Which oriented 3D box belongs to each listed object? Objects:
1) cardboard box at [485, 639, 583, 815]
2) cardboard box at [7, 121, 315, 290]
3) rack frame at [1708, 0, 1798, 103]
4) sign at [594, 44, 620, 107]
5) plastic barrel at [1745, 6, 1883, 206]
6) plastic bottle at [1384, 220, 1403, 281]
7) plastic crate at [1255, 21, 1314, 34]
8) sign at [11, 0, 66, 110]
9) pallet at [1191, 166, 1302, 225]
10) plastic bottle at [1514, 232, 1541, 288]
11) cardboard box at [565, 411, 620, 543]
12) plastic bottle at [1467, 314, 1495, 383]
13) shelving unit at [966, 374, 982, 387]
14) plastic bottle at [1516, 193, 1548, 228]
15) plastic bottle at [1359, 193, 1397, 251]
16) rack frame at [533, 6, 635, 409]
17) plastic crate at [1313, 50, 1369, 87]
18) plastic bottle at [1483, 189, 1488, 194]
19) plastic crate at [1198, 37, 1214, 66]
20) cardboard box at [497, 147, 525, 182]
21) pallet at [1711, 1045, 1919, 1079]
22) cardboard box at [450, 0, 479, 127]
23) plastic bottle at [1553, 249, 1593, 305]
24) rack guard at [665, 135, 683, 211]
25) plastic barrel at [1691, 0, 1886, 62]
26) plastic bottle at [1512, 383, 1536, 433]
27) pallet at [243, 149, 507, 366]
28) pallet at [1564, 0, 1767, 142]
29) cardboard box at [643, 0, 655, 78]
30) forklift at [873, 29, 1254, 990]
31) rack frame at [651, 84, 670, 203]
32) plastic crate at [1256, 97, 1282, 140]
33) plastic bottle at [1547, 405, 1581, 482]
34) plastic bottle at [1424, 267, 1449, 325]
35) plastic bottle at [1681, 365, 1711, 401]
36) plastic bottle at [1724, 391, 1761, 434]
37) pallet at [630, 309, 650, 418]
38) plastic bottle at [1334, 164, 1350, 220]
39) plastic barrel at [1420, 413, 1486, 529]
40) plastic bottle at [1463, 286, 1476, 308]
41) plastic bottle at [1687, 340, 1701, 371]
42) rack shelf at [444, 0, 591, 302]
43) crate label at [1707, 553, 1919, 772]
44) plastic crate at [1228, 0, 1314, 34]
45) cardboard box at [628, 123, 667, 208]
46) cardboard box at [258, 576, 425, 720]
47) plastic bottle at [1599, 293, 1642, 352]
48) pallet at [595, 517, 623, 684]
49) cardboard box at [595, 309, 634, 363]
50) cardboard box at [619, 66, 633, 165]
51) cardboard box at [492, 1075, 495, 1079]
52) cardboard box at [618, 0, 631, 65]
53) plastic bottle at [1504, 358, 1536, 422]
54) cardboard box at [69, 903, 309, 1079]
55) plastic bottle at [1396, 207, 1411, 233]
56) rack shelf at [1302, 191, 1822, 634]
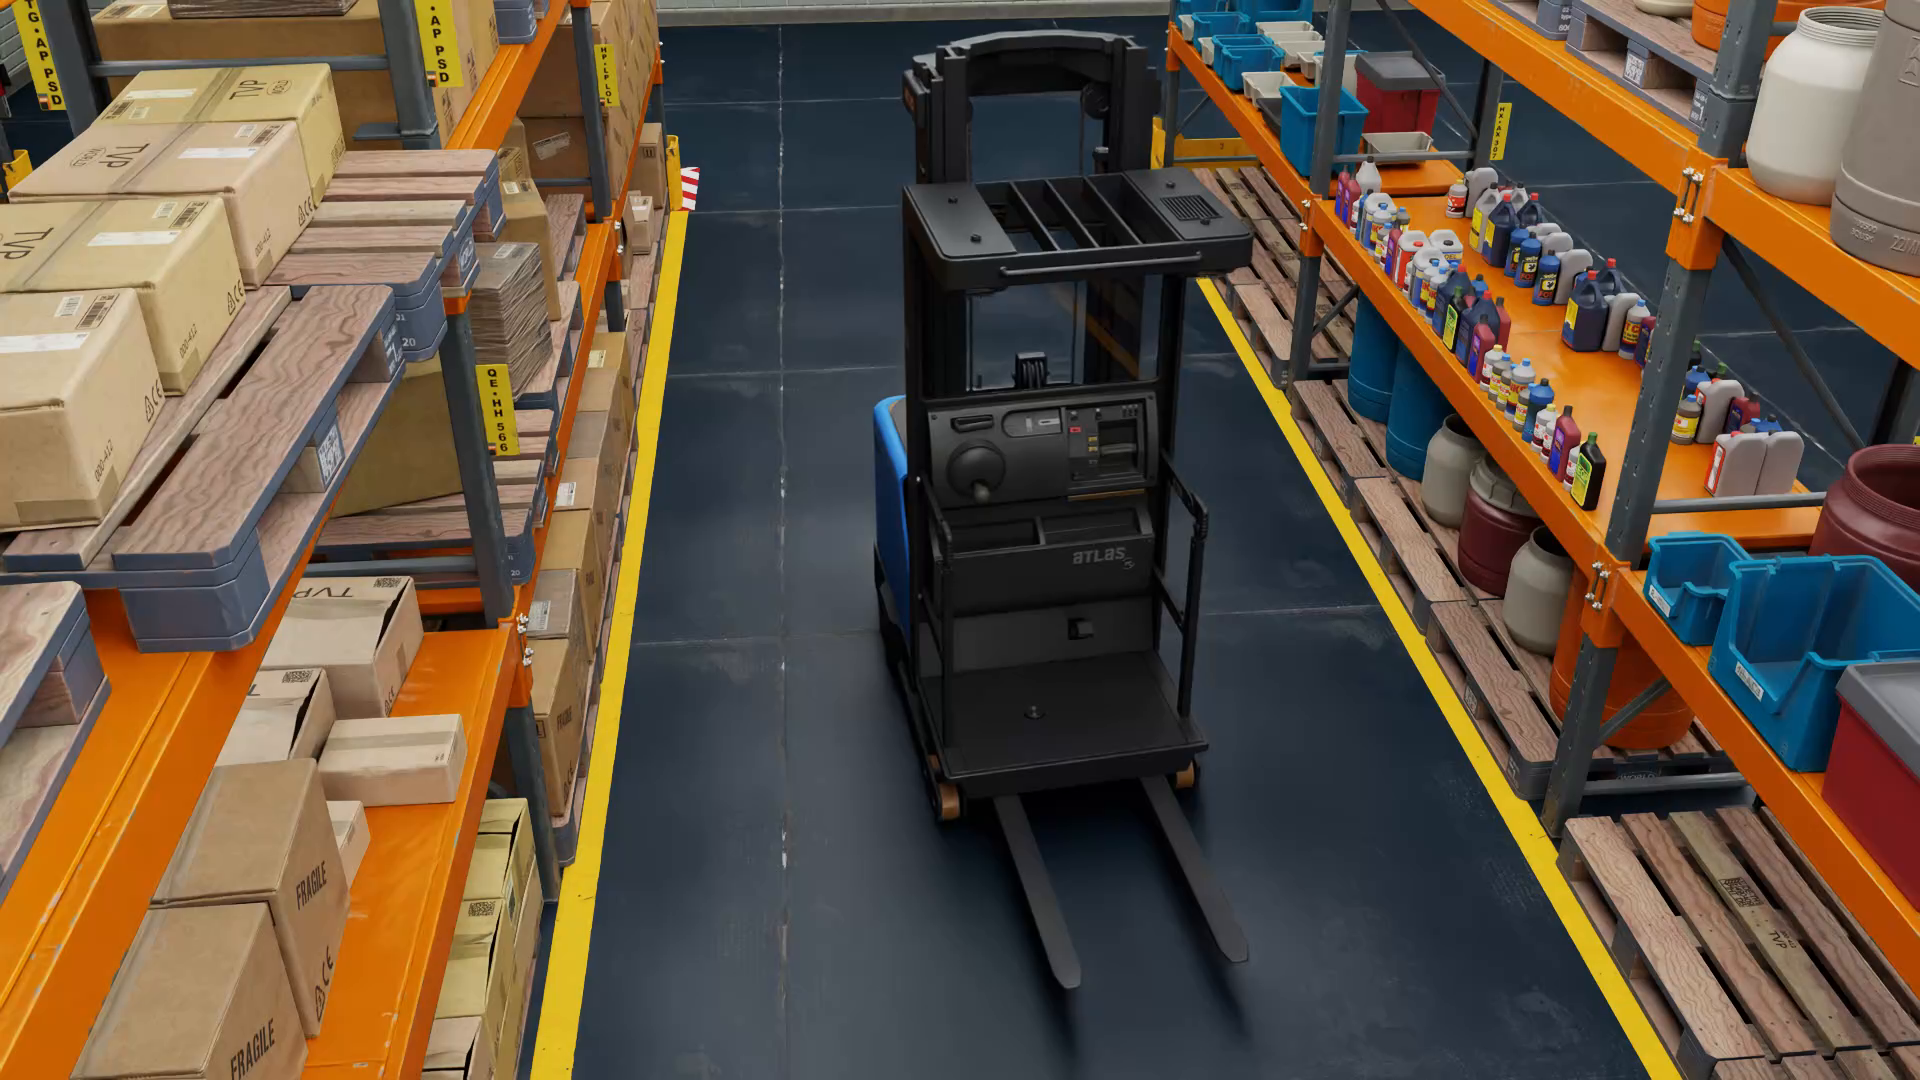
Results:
[{"bbox_3d":[-1.809,0.744,6.588,0.500,0.500,0.500,-1,31,-2],"label":"cardboard box"},{"bbox_3d":[-1.886,-0.802,3.980,0.500,0.250,0.500,-2,31,-3],"label":"cardboard box"},{"bbox_3d":[2.881,-2.705,4.504,1.000,3.000,0.127,-3,31,-5],"label":"rack frame"},{"bbox_3d":[-1.872,-2.462,8.818,0.100,0.325,0.005,-3,31,-5],"label":"sign"},{"bbox_3d":[2.605,-1.292,4.954,0.421,0.512,0.421,0,31,0],"label":"plastic barrel"},{"bbox_3d":[2.200,-1.461,8.384,0.061,0.283,0.133,-3,31,-5],"label":"plastic bottle"},{"bbox_3d":[2.390,-3.719,12.250,0.396,0.136,0.243,-3,31,-5],"label":"plastic crate"},{"bbox_3d":[-2.591,-1.379,4.704,0.100,0.325,0.005,-3,31,-5],"label":"sign"},{"bbox_3d":[2.172,-2.594,12.887,1.003,0.211,1.213,-3,31,-5],"label":"pallet"},{"bbox_3d":[2.837,-1.403,8.299,0.097,0.271,0.097,0,31,0],"label":"plastic bottle"},{"bbox_3d":[-2.009,-0.305,8.344,0.500,0.500,0.500,-2,31,-4],"label":"cardboard box"},{"bbox_3d":[2.312,-0.849,7.360,0.061,0.283,0.133,-3,31,-5],"label":"plastic bottle"},{"bbox_3d":[-0.001,-0.390,8.526,0.258,0.900,0.210,-3,31,-5],"label":"shelving unit"},{"bbox_3d":[2.936,-1.603,8.556,0.144,0.351,0.185,-3,31,-5],"label":"plastic bottle"},{"bbox_3d":[2.205,-1.677,8.754,0.152,0.276,0.135,-3,31,-5],"label":"plastic bottle"},{"bbox_3d":[-2.425,-1.937,9.067,1.000,3.000,0.127,-3,31,-5],"label":"rack frame"},{"bbox_3d":[2.581,-3.132,11.173,0.416,0.233,0.300,-3,31,-5],"label":"plastic crate"},{"bbox_3d":[2.904,-1.843,9.104,0.097,0.201,0.097,0,31,0],"label":"plastic bottle"},{"bbox_3d":[1.840,-3.471,11.834,0.250,0.136,0.298,-3,31,-5],"label":"plastic crate"},{"bbox_3d":[-2.476,-1.559,7.928,0.700,0.500,0.500,2,31,3],"label":"cardboard box"},{"bbox_3d":[3.026,2.086,5.051,1.003,0.211,1.213,-3,31,-5],"label":"pallet"},{"bbox_3d":[-2.173,-1.706,5.659,0.910,0.500,0.500,-3,31,-5],"label":"cardboard box"},{"bbox_3d":[2.981,-1.302,8.125,0.152,0.276,0.135,-3,31,-5],"label":"plastic bottle"},{"bbox_3d":[-2.791,-2.867,13.062,1.175,0.500,0.348,-3,31,-5],"label":"rack guard"},{"bbox_3d":[2.831,-2.072,5.540,0.600,0.830,0.708,-3,31,-5],"label":"plastic barrel"},{"bbox_3d":[2.377,-0.557,6.951,0.097,0.201,0.097,0,31,0],"label":"plastic bottle"},{"bbox_3d":[-1.899,-0.759,4.354,1.213,0.211,1.003,-1,31,-2],"label":"pallet"},{"bbox_3d":[2.907,-1.732,5.983,1.003,0.211,1.213,-3,31,-5],"label":"pallet"},{"bbox_3d":[-2.434,-3.541,11.656,0.500,0.500,0.500,-2,31,-4],"label":"cardboard box"},{"bbox_3d":[0.381,-0.316,6.420,1.130,2.935,3.031,-6,31,-10],"label":"forklift"},{"bbox_3d":[-2.798,-3.979,12.486,1.000,3.000,0.127,-3,31,-5],"label":"rack frame"},{"bbox_3d":[2.135,-2.638,10.451,0.437,0.125,0.590,-3,31,-5],"label":"plastic crate"},{"bbox_3d":[2.397,-0.384,6.581,0.061,0.283,0.133,-3,31,-5],"label":"plastic bottle"},{"bbox_3d":[2.272,-1.161,7.894,0.097,0.271,0.097,0,31,0],"label":"plastic bottle"},{"bbox_3d":[3.075,-0.605,6.963,0.097,0.271,0.097,0,31,0],"label":"plastic bottle"},{"bbox_3d":[3.177,-0.486,6.752,0.061,0.283,0.133,-3,31,-5],"label":"plastic bottle"},{"bbox_3d":[-2.488,-1.090,10.369,1.003,0.211,1.213,-3,31,-5],"label":"pallet"},{"bbox_3d":[2.117,-1.914,9.143,0.061,0.283,0.133,-3,31,-5],"label":"plastic bottle"},{"bbox_3d":[2.571,-0.351,8.430,0.421,0.512,0.421,0,31,0],"label":"plastic barrel"},{"bbox_3d":[2.343,-1.015,7.637,0.061,0.283,0.133,-3,31,-5],"label":"plastic bottle"},{"bbox_3d":[3.131,-0.741,7.179,0.061,0.283,0.133,-3,31,-5],"label":"plastic bottle"},{"bbox_3d":[-2.238,-1.894,6.773,1.077,0.370,4.000,-3,31,-5],"label":"rack shelf"},{"bbox_3d":[2.705,0.375,5.162,0.502,0.435,0.616,-3,31,-5],"label":"crate label"},{"bbox_3d":[2.351,-4.093,12.584,0.616,0.435,0.499,-3,31,-5],"label":"plastic crate"},{"bbox_3d":[-2.502,-2.829,12.569,0.500,0.500,0.500,-3,31,-5],"label":"cardboard box"},{"bbox_3d":[-2.061,0.332,5.356,0.500,0.311,0.500,-1,31,-1],"label":"cardboard box"},{"bbox_3d":[3.033,-1.021,7.655,0.152,0.276,0.135,-3,31,-5],"label":"plastic bottle"},{"bbox_3d":[-2.194,0.298,8.045,1.003,0.211,1.213,-3,31,-5],"label":"pallet"},{"bbox_3d":[-2.249,-1.196,10.020,0.500,0.311,0.500,-3,31,-5],"label":"cardboard box"},{"bbox_3d":[-2.252,-2.514,9.936,0.500,0.500,0.500,-2,31,-4],"label":"cardboard box"},{"bbox_3d":[-1.663,1.883,4.945,0.500,0.250,0.500,-2,31,-3],"label":"cardboard box"},{"bbox_3d":[-2.285,-3.189,10.091,0.500,0.500,0.500,-4,31,-6],"label":"cardboard box"},{"bbox_3d":[2.368,-0.637,7.017,0.097,0.271,0.097,0,31,0],"label":"plastic bottle"},{"bbox_3d":[-1.829,1.187,3.739,0.500,0.500,0.500,-3,31,-5],"label":"cardboard box"},{"bbox_3d":[2.328,-1.661,8.799,0.097,0.201,0.097,0,31,0],"label":"plastic bottle"},{"bbox_3d":[2.694,-0.842,7.936,1.077,0.370,4.000,-3,31,-5],"label":"rack shelf"}]
